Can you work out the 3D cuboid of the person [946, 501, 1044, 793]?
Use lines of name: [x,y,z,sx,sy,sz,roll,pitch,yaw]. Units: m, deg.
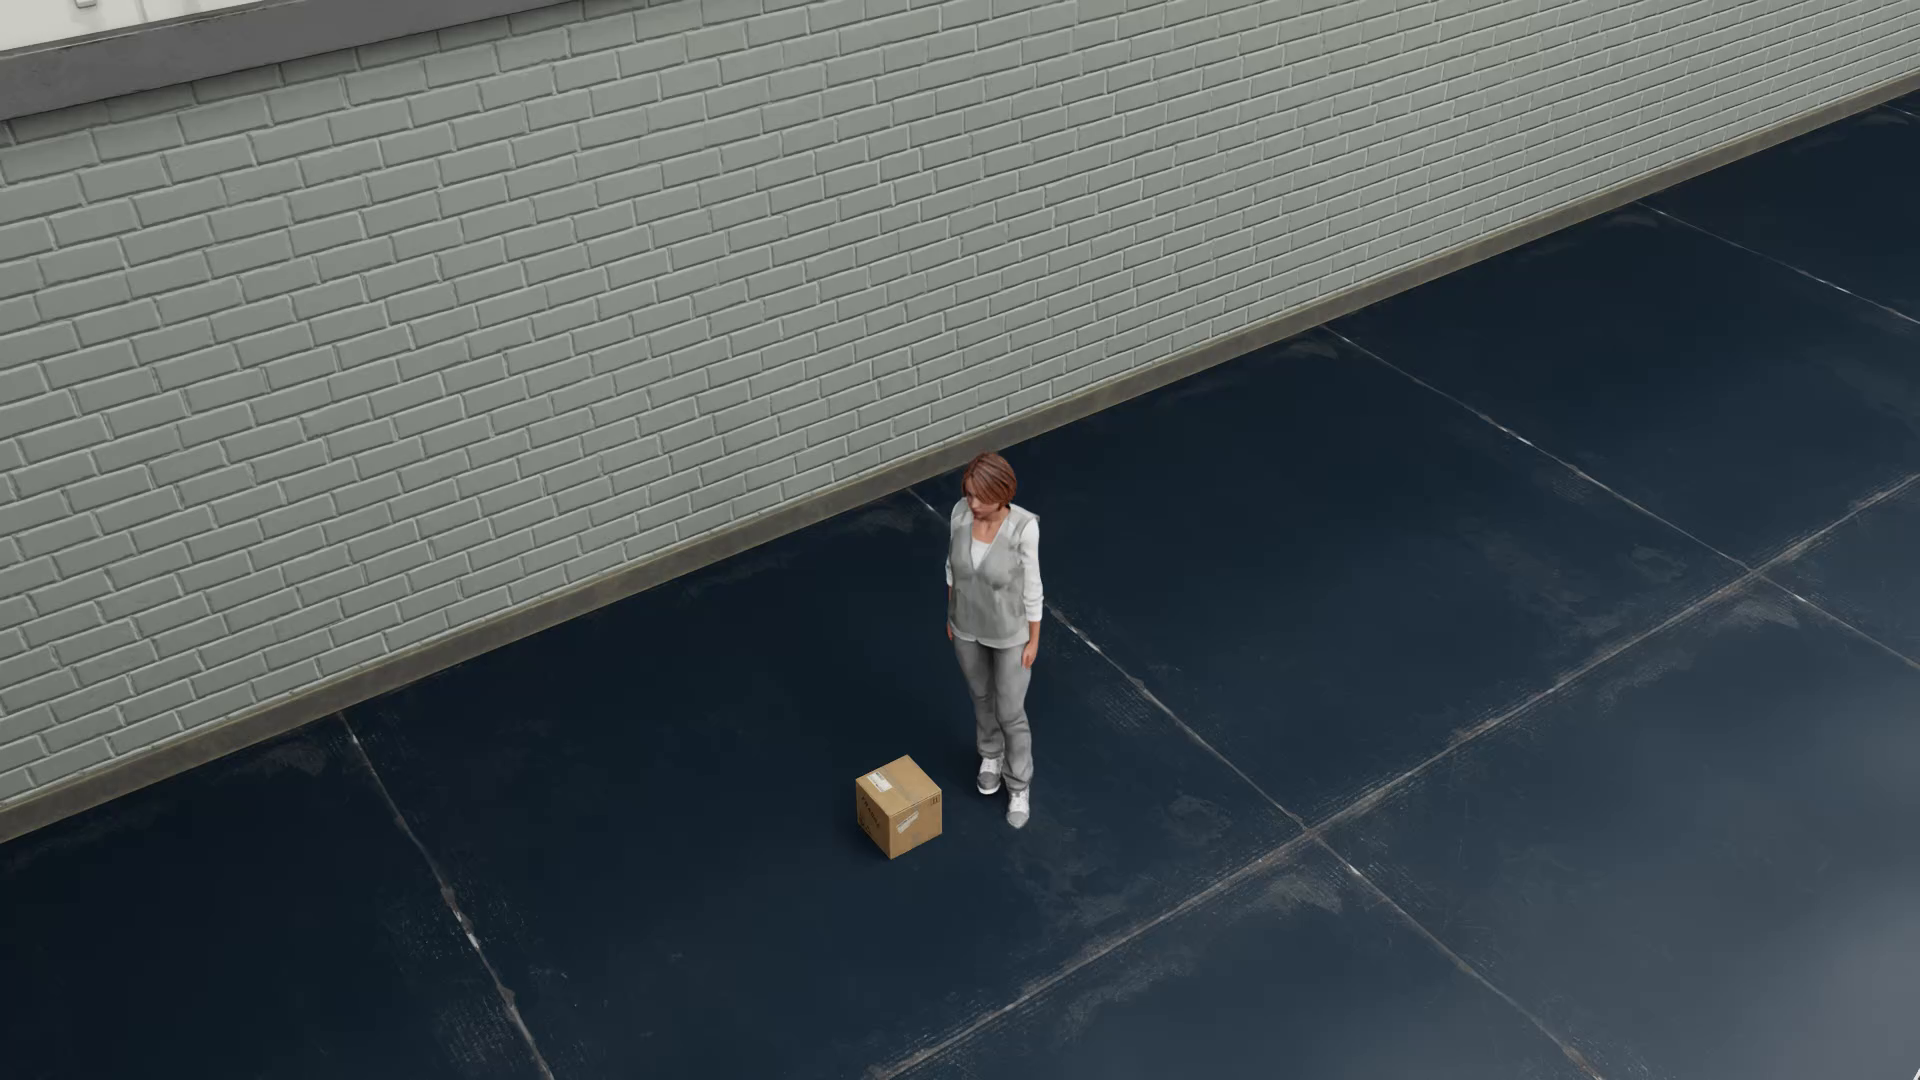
person: [0.129,0.446,6.606,0.440,1.212,0.304,17,40,22]
